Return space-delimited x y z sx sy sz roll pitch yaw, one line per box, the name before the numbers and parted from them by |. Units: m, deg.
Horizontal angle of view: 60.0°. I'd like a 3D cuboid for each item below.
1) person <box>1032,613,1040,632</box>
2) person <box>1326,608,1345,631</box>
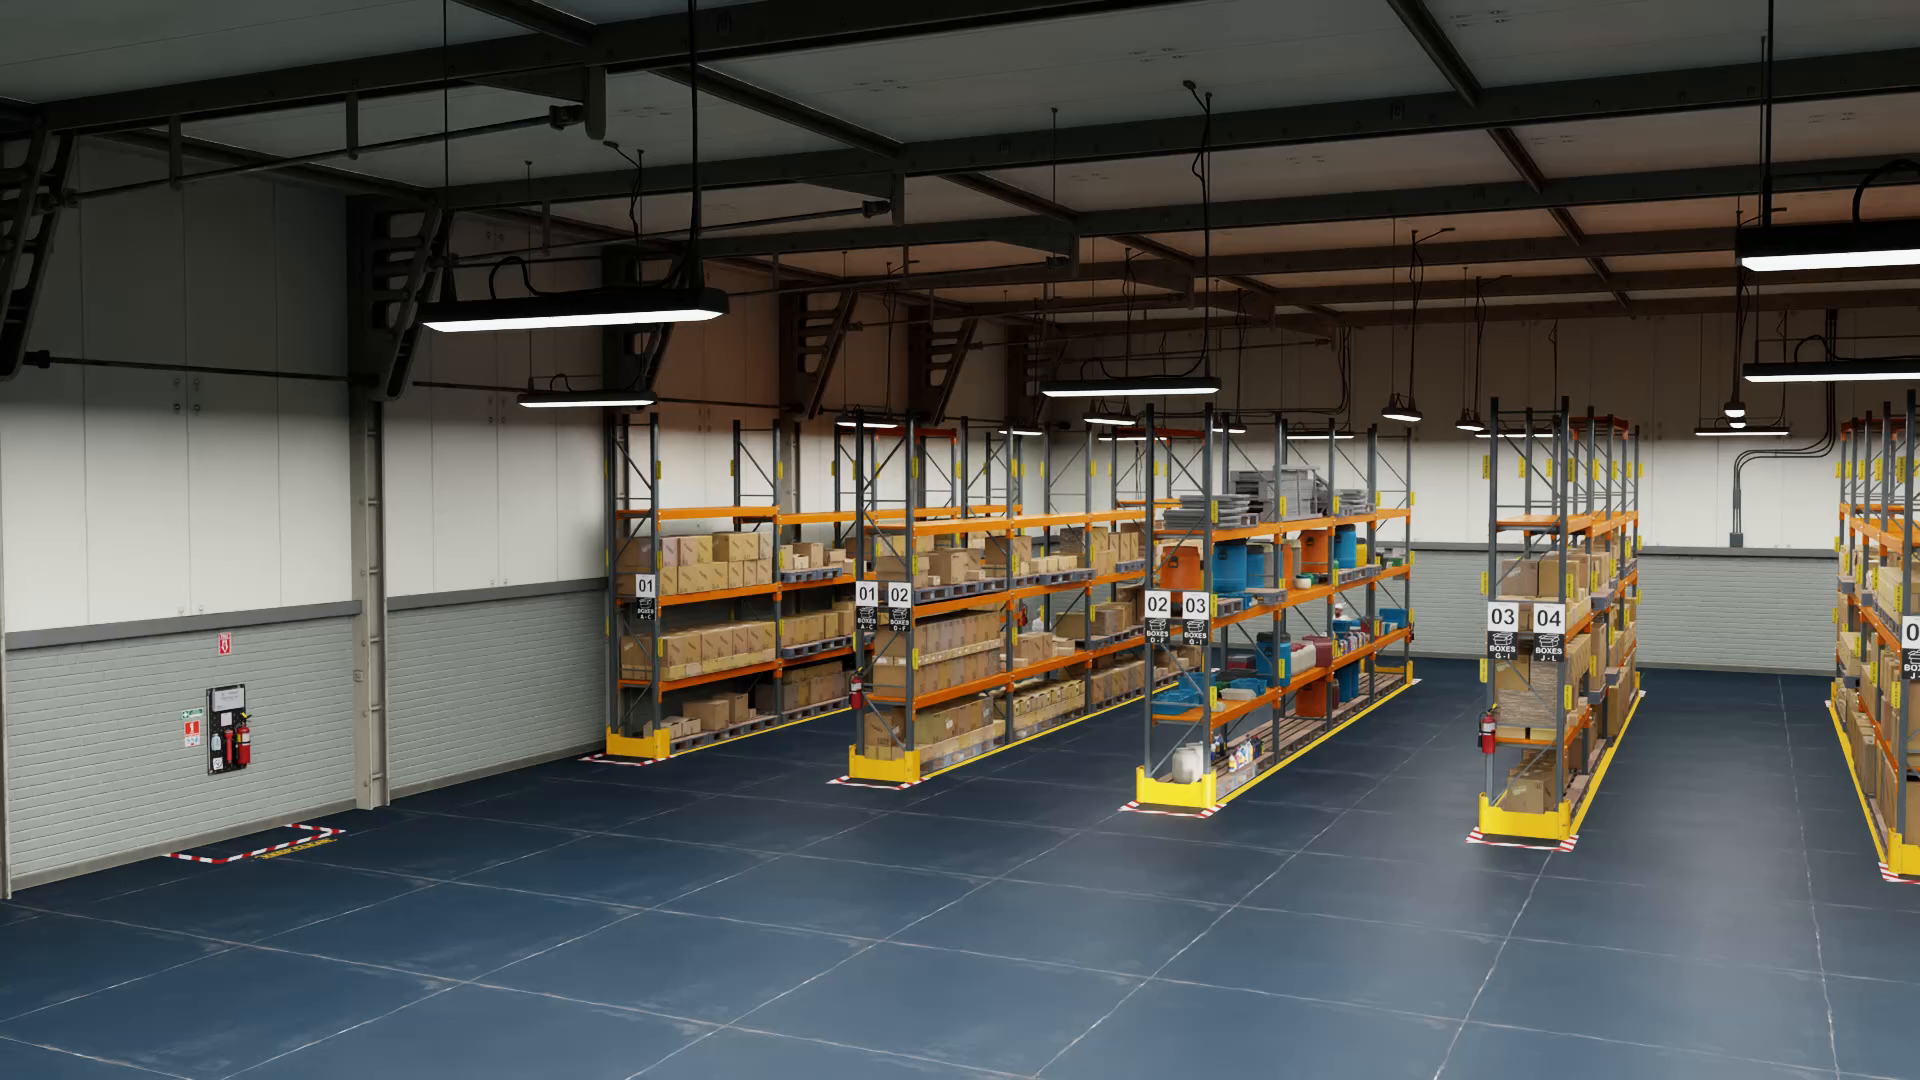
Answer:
person | 1.966 2.145 39.422 0.561 1.039 0.253 2 3 37
person | 9.126 2.422 40.363 1.006 1.684 0.628 -2 3 -37
